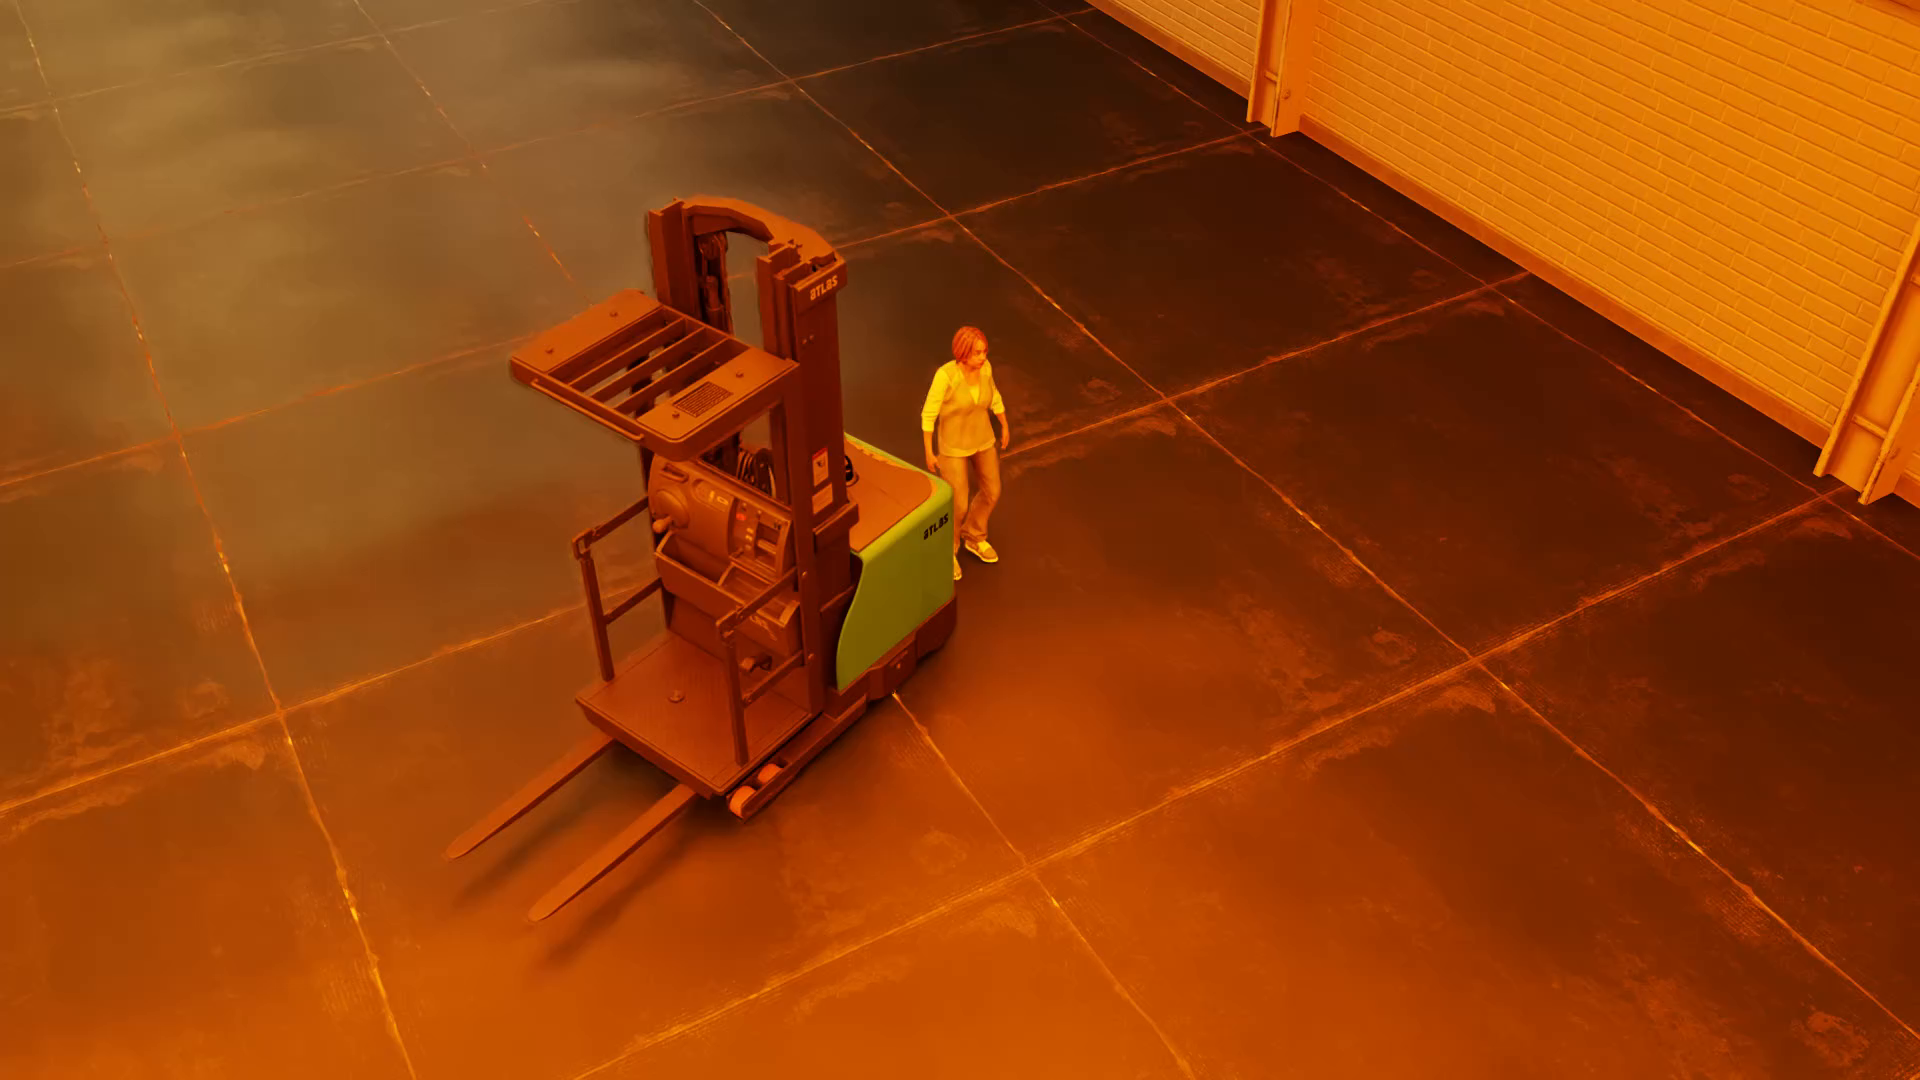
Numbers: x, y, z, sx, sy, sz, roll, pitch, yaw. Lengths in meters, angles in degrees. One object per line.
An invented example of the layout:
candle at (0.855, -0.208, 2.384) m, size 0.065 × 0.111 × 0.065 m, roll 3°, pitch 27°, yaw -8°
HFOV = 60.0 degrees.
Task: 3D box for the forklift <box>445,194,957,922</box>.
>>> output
forklift at (-1.324, -0.051, 8.098) m, size 1.130 × 2.935 × 3.031 m, roll 27°, pitch 47°, yaw 28°

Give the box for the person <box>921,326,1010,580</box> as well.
person at (0.062, -0.533, 9.746) m, size 0.583 × 1.575 × 0.391 m, roll -24°, pitch 45°, yaw -26°
